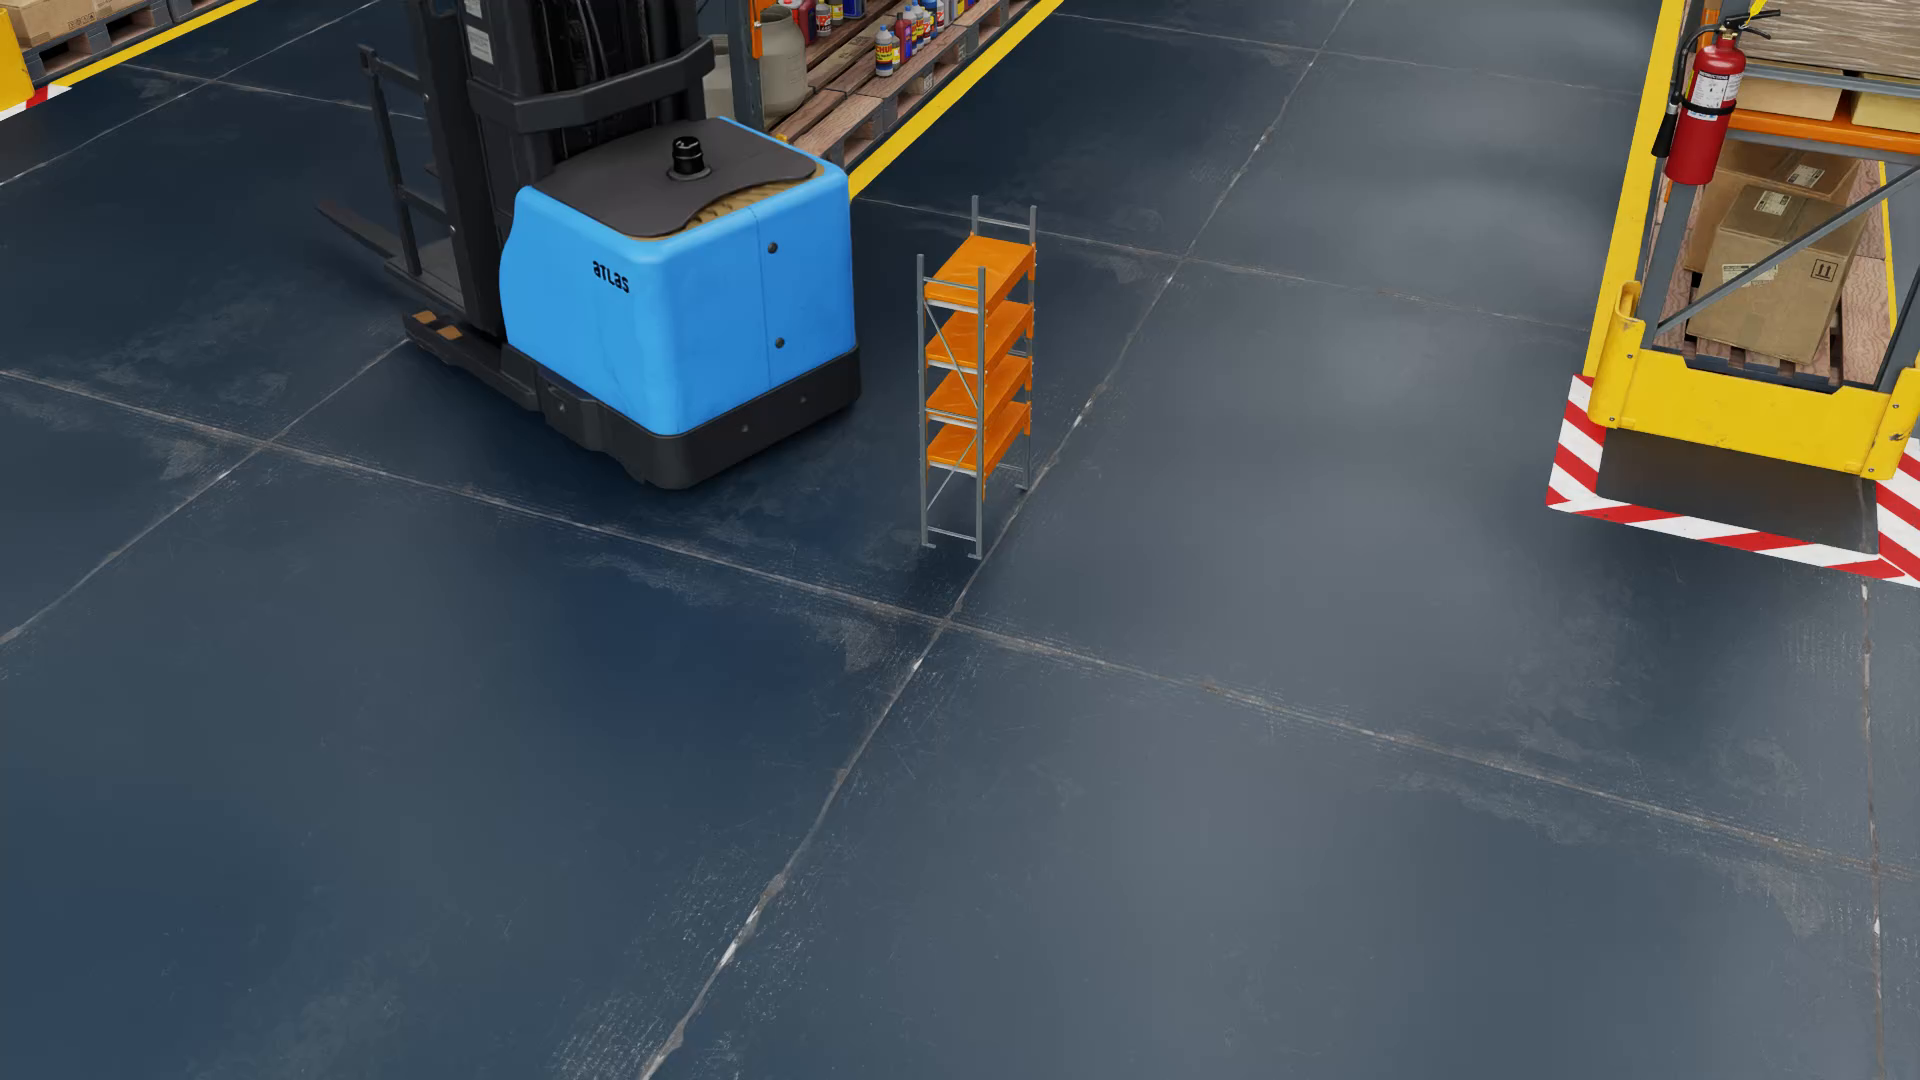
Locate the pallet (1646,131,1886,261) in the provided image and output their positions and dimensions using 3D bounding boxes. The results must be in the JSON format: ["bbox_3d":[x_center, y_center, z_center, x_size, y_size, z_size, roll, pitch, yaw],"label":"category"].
[{"bbox_3d":[4.011,-1.650,8.281,1.003,0.211,1.213,14,39,18],"label":"pallet"}]

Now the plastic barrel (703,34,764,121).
[{"bbox_3d":[-1.226,-2.292,8.538,0.421,0.512,0.421,0,37,0],"label":"plastic barrel"}]

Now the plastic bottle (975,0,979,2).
[{"bbox_3d":[0.064,-3.540,10.325,0.144,0.351,0.185,12,38,15],"label":"plastic bottle"}]

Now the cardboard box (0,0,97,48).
[{"bbox_3d":[-5.576,-3.182,9.947,0.500,0.250,0.500,14,39,18],"label":"cardboard box"}]

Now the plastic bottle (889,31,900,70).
[{"bbox_3d":[-0.389,-2.784,9.439,0.097,0.201,0.097,0,37,0],"label":"plastic bottle"}]

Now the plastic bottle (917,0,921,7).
[{"bbox_3d":[-0.223,-3.269,10.019,0.061,0.283,0.133,14,39,18],"label":"plastic bottle"}]

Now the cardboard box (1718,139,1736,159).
[{"bbox_3d":[3.879,-1.800,7.890,0.500,0.500,0.500,18,40,22],"label":"cardboard box"}]

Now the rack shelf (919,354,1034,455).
[{"bbox_3d":[0.063,-0.518,6.054,0.258,0.148,0.480,14,39,18],"label":"rack shelf"}]

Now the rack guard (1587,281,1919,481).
[{"bbox_3d":[3.203,-0.651,6.703,1.175,0.500,0.348,14,39,18],"label":"rack guard"}]

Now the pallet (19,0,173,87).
[{"bbox_3d":[-5.733,-3.185,10.334,1.003,0.211,1.213,14,39,18],"label":"pallet"}]

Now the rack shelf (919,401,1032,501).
[{"bbox_3d":[0.063,-0.359,6.173,0.258,0.148,0.480,14,39,18],"label":"rack shelf"}]

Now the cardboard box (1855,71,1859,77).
[{"bbox_3d":[3.616,-1.747,6.292,0.380,0.149,0.250,14,39,18],"label":"cardboard box"}]

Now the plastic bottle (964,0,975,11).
[{"bbox_3d":[0.041,-3.413,10.212,0.061,0.283,0.133,16,40,21],"label":"plastic bottle"}]

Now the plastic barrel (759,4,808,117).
[{"bbox_3d":[-1.036,-2.569,8.909,0.421,0.512,0.421,0,37,0],"label":"plastic barrel"}]

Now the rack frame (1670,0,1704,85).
[{"bbox_3d":[4.696,-3.825,8.862,1.000,3.000,0.127,14,39,18],"label":"rack frame"}]

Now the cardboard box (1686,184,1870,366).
[{"bbox_3d":[3.427,-1.119,6.979,0.500,0.500,0.500,21,42,26],"label":"cardboard box"}]

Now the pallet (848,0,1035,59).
[{"bbox_3d":[-0.178,-3.474,10.721,1.003,0.211,1.213,14,39,18],"label":"pallet"}]

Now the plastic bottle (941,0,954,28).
[{"bbox_3d":[-0.124,-3.242,9.989,0.152,0.276,0.135,15,39,19],"label":"plastic bottle"}]

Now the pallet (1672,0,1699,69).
[{"bbox_3d":[4.991,-3.139,10.274,1.003,0.211,1.213,14,39,18],"label":"pallet"}]

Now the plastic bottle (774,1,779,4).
[{"bbox_3d":[-1.085,-3.012,9.676,0.061,0.283,0.133,15,39,19],"label":"plastic bottle"}]

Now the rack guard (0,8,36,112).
[{"bbox_3d":[-5.995,-2.854,9.651,1.175,0.500,0.348,14,39,18],"label":"rack guard"}]

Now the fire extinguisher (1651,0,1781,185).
[{"bbox_3d":[2.704,-1.621,5.977,0.296,0.674,0.183,14,39,18],"label":"fire extinguisher"}]

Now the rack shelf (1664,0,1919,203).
[{"bbox_3d":[3.935,-2.429,7.595,1.077,0.370,4.000,14,39,18],"label":"rack shelf"}]

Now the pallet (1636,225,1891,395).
[{"bbox_3d":[3.545,-0.977,7.381,1.003,0.211,1.213,14,39,18],"label":"pallet"}]

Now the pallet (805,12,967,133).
[{"bbox_3d":[-0.641,-2.796,9.814,1.003,0.211,1.213,14,39,18],"label":"pallet"}]

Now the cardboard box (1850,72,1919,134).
[{"bbox_3d":[3.503,-1.613,6.112,0.380,0.149,0.250,14,39,18],"label":"cardboard box"}]

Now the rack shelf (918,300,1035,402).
[{"bbox_3d":[0.063,-0.698,5.920,0.258,0.148,0.480,14,39,18],"label":"rack shelf"}]

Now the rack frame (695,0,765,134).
[{"bbox_3d":[-1.406,-2.738,7.408,1.000,3.000,0.127,14,39,18],"label":"rack frame"}]

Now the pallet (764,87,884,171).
[{"bbox_3d":[-1.107,-2.123,8.914,1.003,0.211,1.213,14,39,18],"label":"pallet"}]

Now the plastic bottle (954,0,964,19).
[{"bbox_3d":[-0.059,-3.361,10.086,0.144,0.351,0.185,14,39,17],"label":"plastic bottle"}]

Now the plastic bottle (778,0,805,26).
[{"bbox_3d":[-0.992,-3.074,9.764,0.152,0.276,0.135,14,39,18],"label":"plastic bottle"}]

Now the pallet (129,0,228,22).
[{"bbox_3d":[-5.268,-3.858,11.235,1.003,0.211,1.213,14,39,18],"label":"pallet"}]

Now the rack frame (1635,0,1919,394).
[{"bbox_3d":[3.174,-1.610,5.899,1.000,3.000,0.127,14,39,18],"label":"rack frame"}]

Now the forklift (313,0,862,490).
[{"bbox_3d":[-1.819,-2.140,6.665,3.031,2.935,1.130,30,46,34],"label":"forklift"}]

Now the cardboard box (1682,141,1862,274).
[{"bbox_3d":[3.623,-1.458,7.432,0.500,0.500,0.500,25,43,29],"label":"cardboard box"}]

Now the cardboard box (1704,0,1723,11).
[{"bbox_3d":[3.488,-2.372,6.586,0.875,0.500,0.500,14,39,18],"label":"cardboard box"}]

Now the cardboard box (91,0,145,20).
[{"bbox_3d":[-5.389,-3.460,10.319,0.500,0.250,0.500,14,39,18],"label":"cardboard box"}]

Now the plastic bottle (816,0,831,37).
[{"bbox_3d":[-0.816,-3.102,9.865,0.097,0.201,0.097,0,37,0],"label":"plastic bottle"}]

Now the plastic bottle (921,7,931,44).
[{"bbox_3d":[-0.222,-3.027,9.764,0.097,0.201,0.097,0,37,0],"label":"plastic bottle"}]

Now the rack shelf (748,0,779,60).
[{"bbox_3d":[-0.645,-3.557,9.105,1.077,0.370,4.000,14,39,18],"label":"rack shelf"}]

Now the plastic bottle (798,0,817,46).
[{"bbox_3d":[-0.893,-3.053,9.730,0.061,0.283,0.133,14,39,18],"label":"plastic bottle"}]

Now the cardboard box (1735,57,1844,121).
[{"bbox_3d":[3.092,-1.714,6.248,0.380,0.149,0.250,14,39,18],"label":"cardboard box"}]

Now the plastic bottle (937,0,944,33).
[{"bbox_3d":[-0.144,-3.140,9.916,0.097,0.201,0.097,0,37,0],"label":"plastic bottle"}]

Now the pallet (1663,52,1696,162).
[{"bbox_3d":[4.473,-2.328,9.188,1.003,0.211,1.213,14,39,18],"label":"pallet"}]

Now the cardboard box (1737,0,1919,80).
[{"bbox_3d":[3.409,-2.068,6.179,0.875,0.500,0.500,14,39,18],"label":"cardboard box"}]

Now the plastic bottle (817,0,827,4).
[{"bbox_3d":[-0.879,-3.273,9.968,0.144,0.351,0.185,15,39,20],"label":"plastic bottle"}]

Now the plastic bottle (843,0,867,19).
[{"bbox_3d":[-0.662,-3.326,10.102,0.152,0.276,0.135,14,39,18],"label":"plastic bottle"}]

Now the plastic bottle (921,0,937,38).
[{"bbox_3d":[-0.183,-3.112,9.819,0.097,0.271,0.097,0,37,0],"label":"plastic bottle"}]

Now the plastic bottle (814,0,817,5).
[{"bbox_3d":[-0.939,-3.150,9.867,0.152,0.276,0.135,13,39,16],"label":"plastic bottle"}]

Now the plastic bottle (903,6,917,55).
[{"bbox_3d":[-0.298,-2.944,9.595,0.097,0.271,0.097,0,37,0],"label":"plastic bottle"}]

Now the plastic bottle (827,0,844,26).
[{"bbox_3d":[-0.751,-3.210,10.009,0.097,0.201,0.097,0,37,0],"label":"plastic bottle"}]

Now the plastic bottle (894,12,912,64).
[{"bbox_3d":[-0.325,-2.881,9.500,0.061,0.283,0.133,14,39,18],"label":"plastic bottle"}]

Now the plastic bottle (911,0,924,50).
[{"bbox_3d":[-0.260,-3.000,9.669,0.097,0.271,0.097,0,37,0],"label":"plastic bottle"}]

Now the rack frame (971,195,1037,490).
[{"bbox_3d":[0.156,-0.707,6.194,0.240,1.200,0.015,14,39,18],"label":"rack frame"}]

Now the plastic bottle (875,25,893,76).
[{"bbox_3d":[-0.428,-2.755,9.341,0.097,0.271,0.097,0,37,0],"label":"plastic bottle"}]

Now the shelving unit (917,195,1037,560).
[{"bbox_3d":[0.063,-0.572,6.013,0.258,1.200,0.503,14,39,18],"label":"shelving unit"}]

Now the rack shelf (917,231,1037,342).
[{"bbox_3d":[0.063,-0.887,5.778,0.258,0.148,0.480,14,39,18],"label":"rack shelf"}]

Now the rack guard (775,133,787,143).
[{"bbox_3d":[-1.421,-1.790,8.227,1.175,0.500,0.348,14,39,18],"label":"rack guard"}]

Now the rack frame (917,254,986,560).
[{"bbox_3d":[-0.030,-0.437,5.833,0.240,1.200,0.015,14,39,18],"label":"rack frame"}]
